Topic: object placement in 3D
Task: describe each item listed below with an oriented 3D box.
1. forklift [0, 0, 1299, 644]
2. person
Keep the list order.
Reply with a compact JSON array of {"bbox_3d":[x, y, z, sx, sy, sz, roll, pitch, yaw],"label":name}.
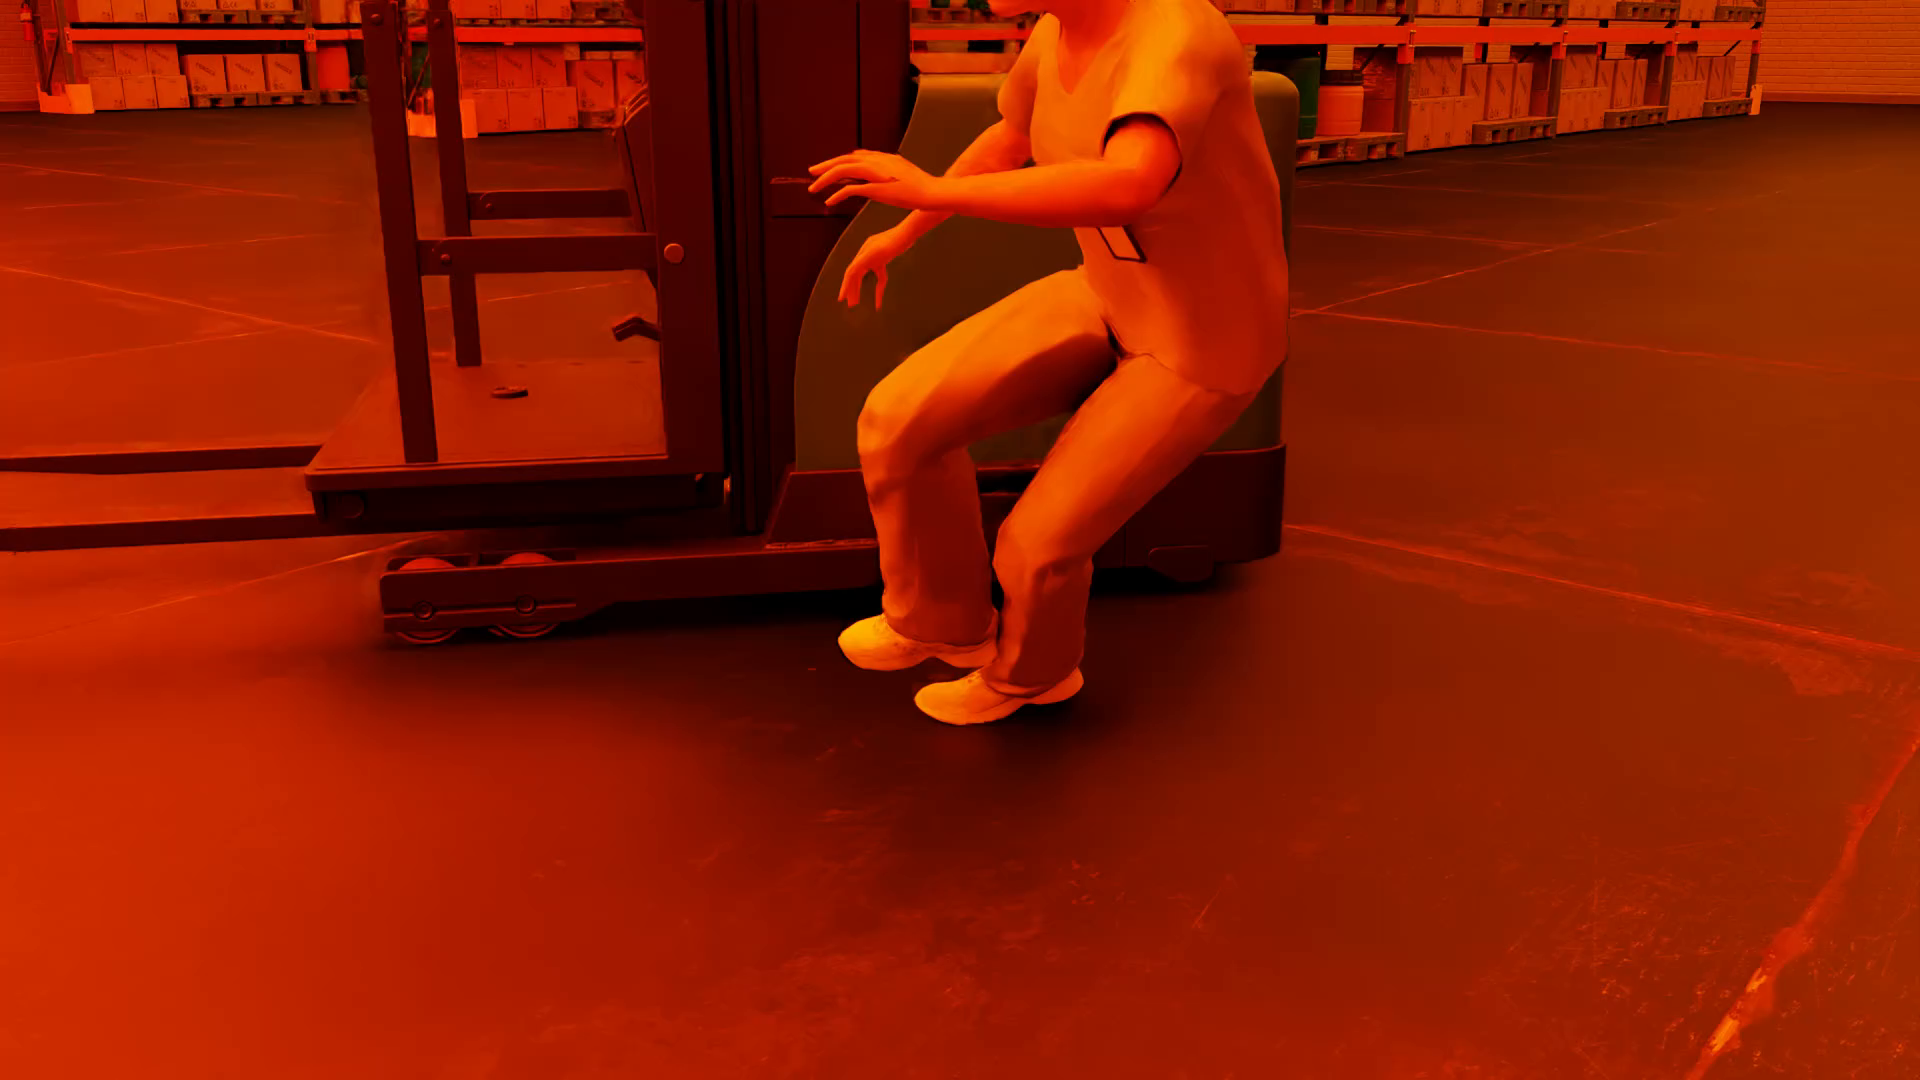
[{"bbox_3d":[-0.866,-1.364,3.390,3.031,2.935,1.130,-3,17,-10],"label":"forklift"},{"bbox_3d":[0.064,-0.283,2.414,0.815,1.435,0.870,-13,21,-36],"label":"person"}]
